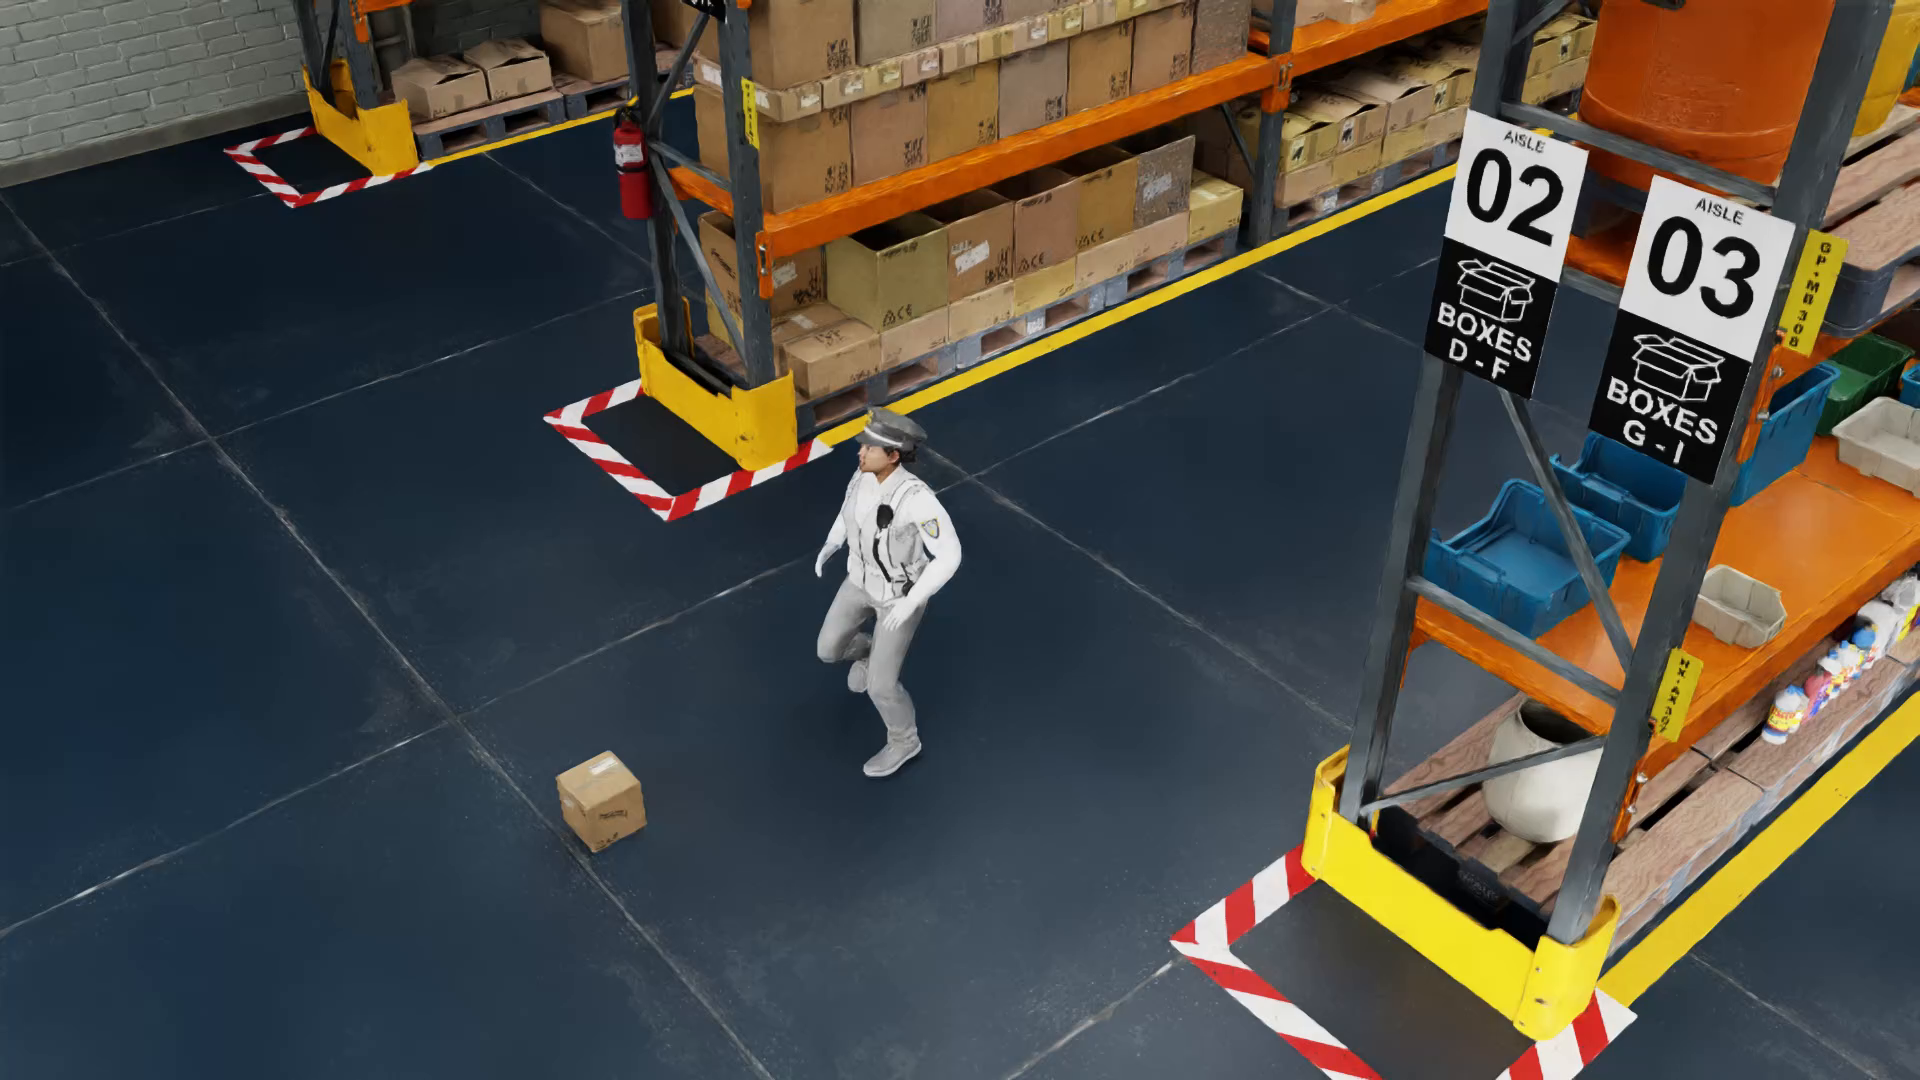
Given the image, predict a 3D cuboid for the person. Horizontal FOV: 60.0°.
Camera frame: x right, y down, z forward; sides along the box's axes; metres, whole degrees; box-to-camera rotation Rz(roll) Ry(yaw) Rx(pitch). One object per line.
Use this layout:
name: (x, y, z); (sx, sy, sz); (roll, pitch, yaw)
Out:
person: (-0.311, 0.196, 6.812); (0.461, 1.670, 0.727); (-28, 45, -33)
